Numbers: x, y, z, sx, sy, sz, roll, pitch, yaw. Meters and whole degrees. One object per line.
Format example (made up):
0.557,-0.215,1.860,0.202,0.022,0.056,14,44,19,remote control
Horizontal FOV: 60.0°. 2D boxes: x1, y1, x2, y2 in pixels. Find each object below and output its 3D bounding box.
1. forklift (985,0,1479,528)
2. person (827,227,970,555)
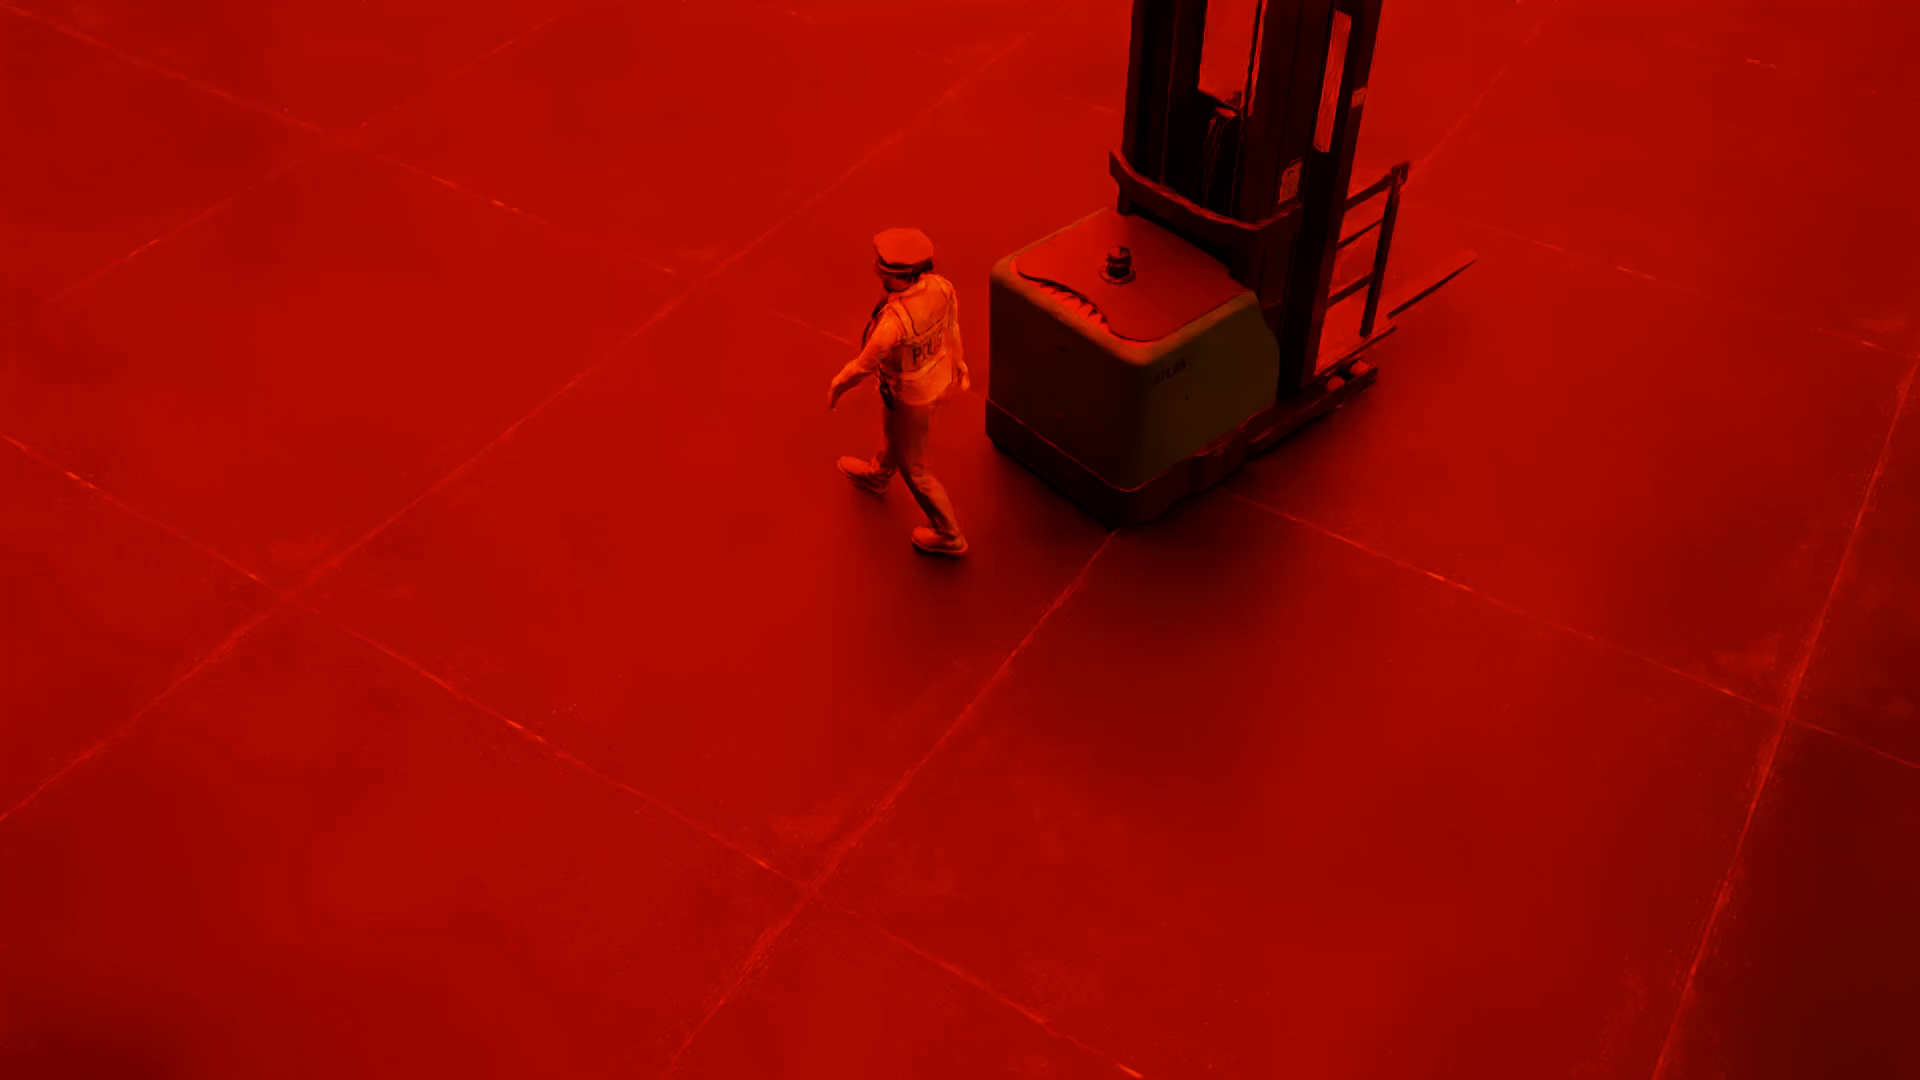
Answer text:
1.566,-1.997,7.955,3.031,2.935,1.130,-31,52,-29,forklift
-0.285,-0.723,7.516,0.830,1.619,0.617,20,47,20,person
